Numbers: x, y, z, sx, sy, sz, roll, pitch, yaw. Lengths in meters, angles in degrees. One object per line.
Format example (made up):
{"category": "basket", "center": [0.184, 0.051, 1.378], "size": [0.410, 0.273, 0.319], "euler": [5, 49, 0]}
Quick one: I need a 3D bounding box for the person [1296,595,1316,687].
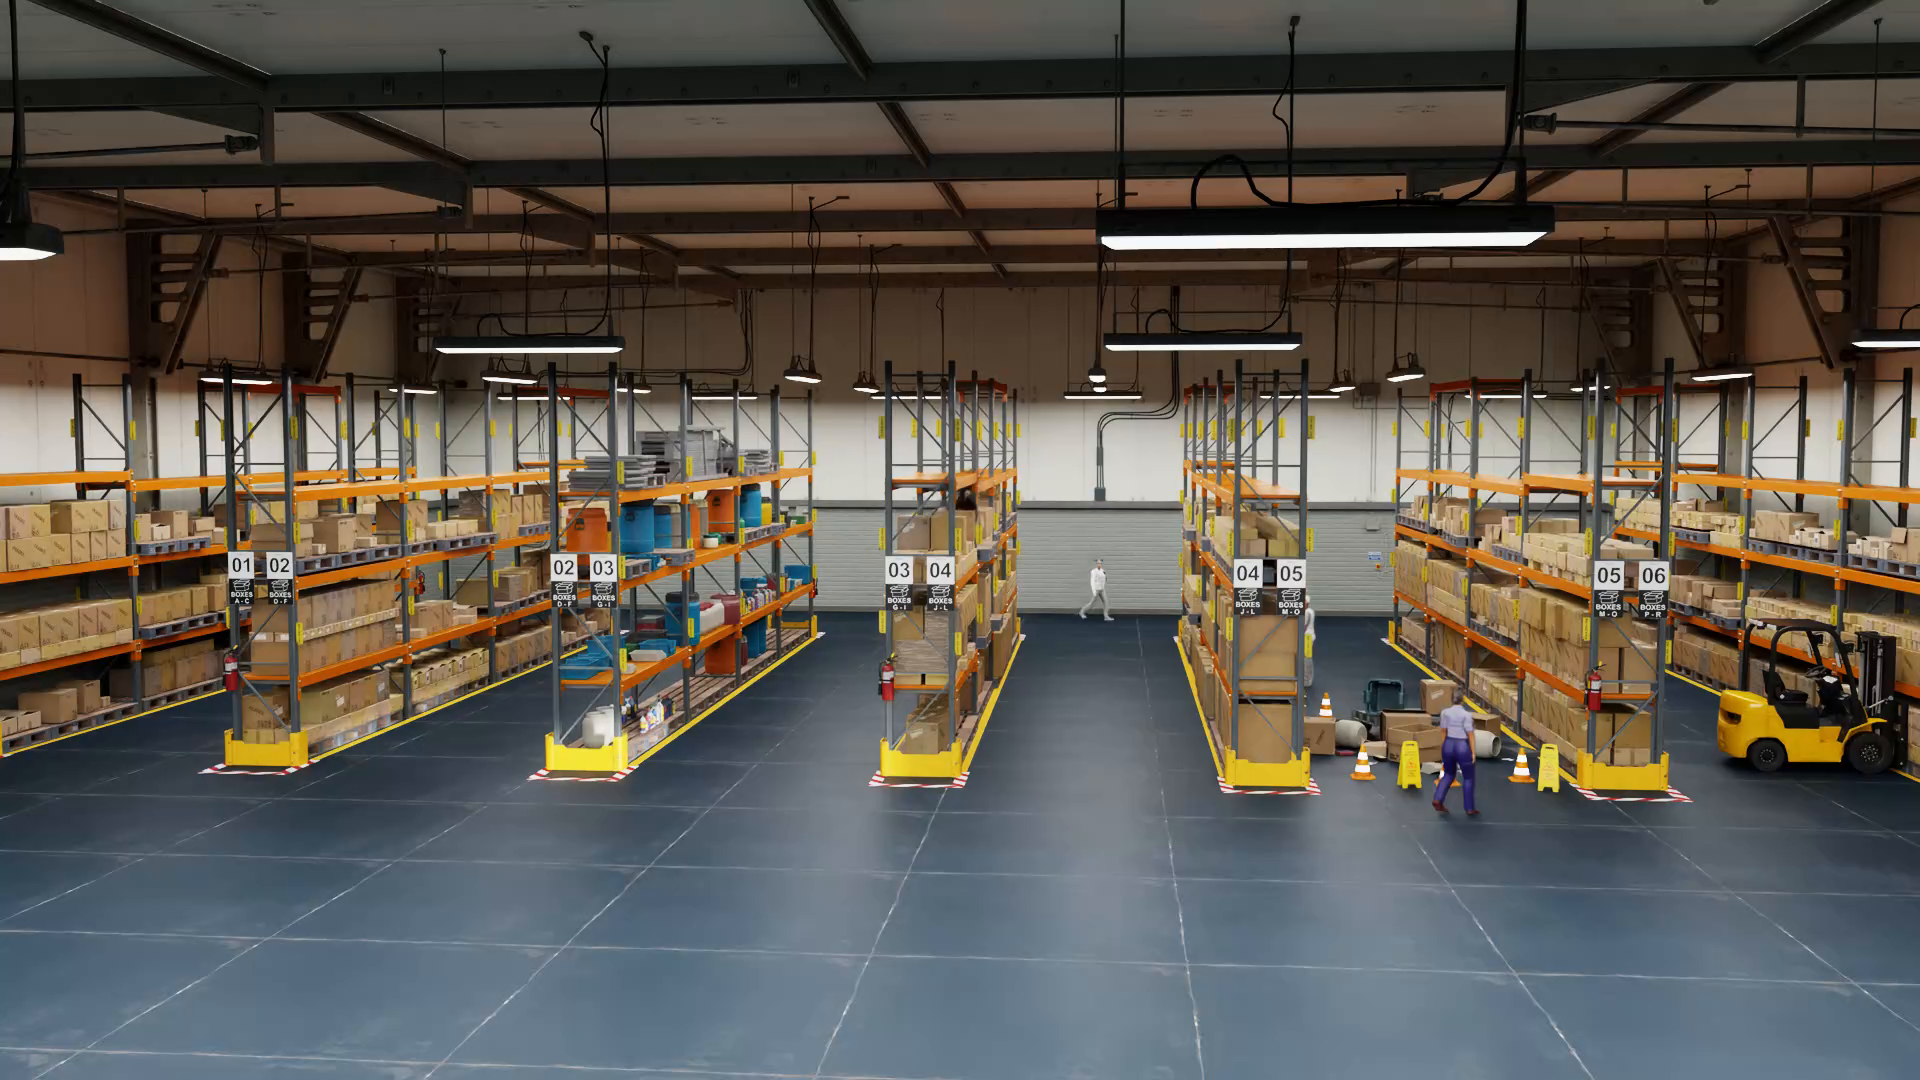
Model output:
{"category": "person", "center": [6.747, 1.965, 32.551], "size": [0.417, 1.792, 0.561], "euler": [2, 4, 23]}

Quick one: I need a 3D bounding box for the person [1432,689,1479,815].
{"category": "person", "center": [6.533, 2.767, 21.717], "size": [0.518, 1.663, 0.510], "euler": [-4, 5, -45]}

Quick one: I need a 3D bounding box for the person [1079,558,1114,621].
{"category": "person", "center": [3.597, 1.295, 43.674], "size": [0.955, 1.641, 0.546], "euler": [2, 4, 30]}
